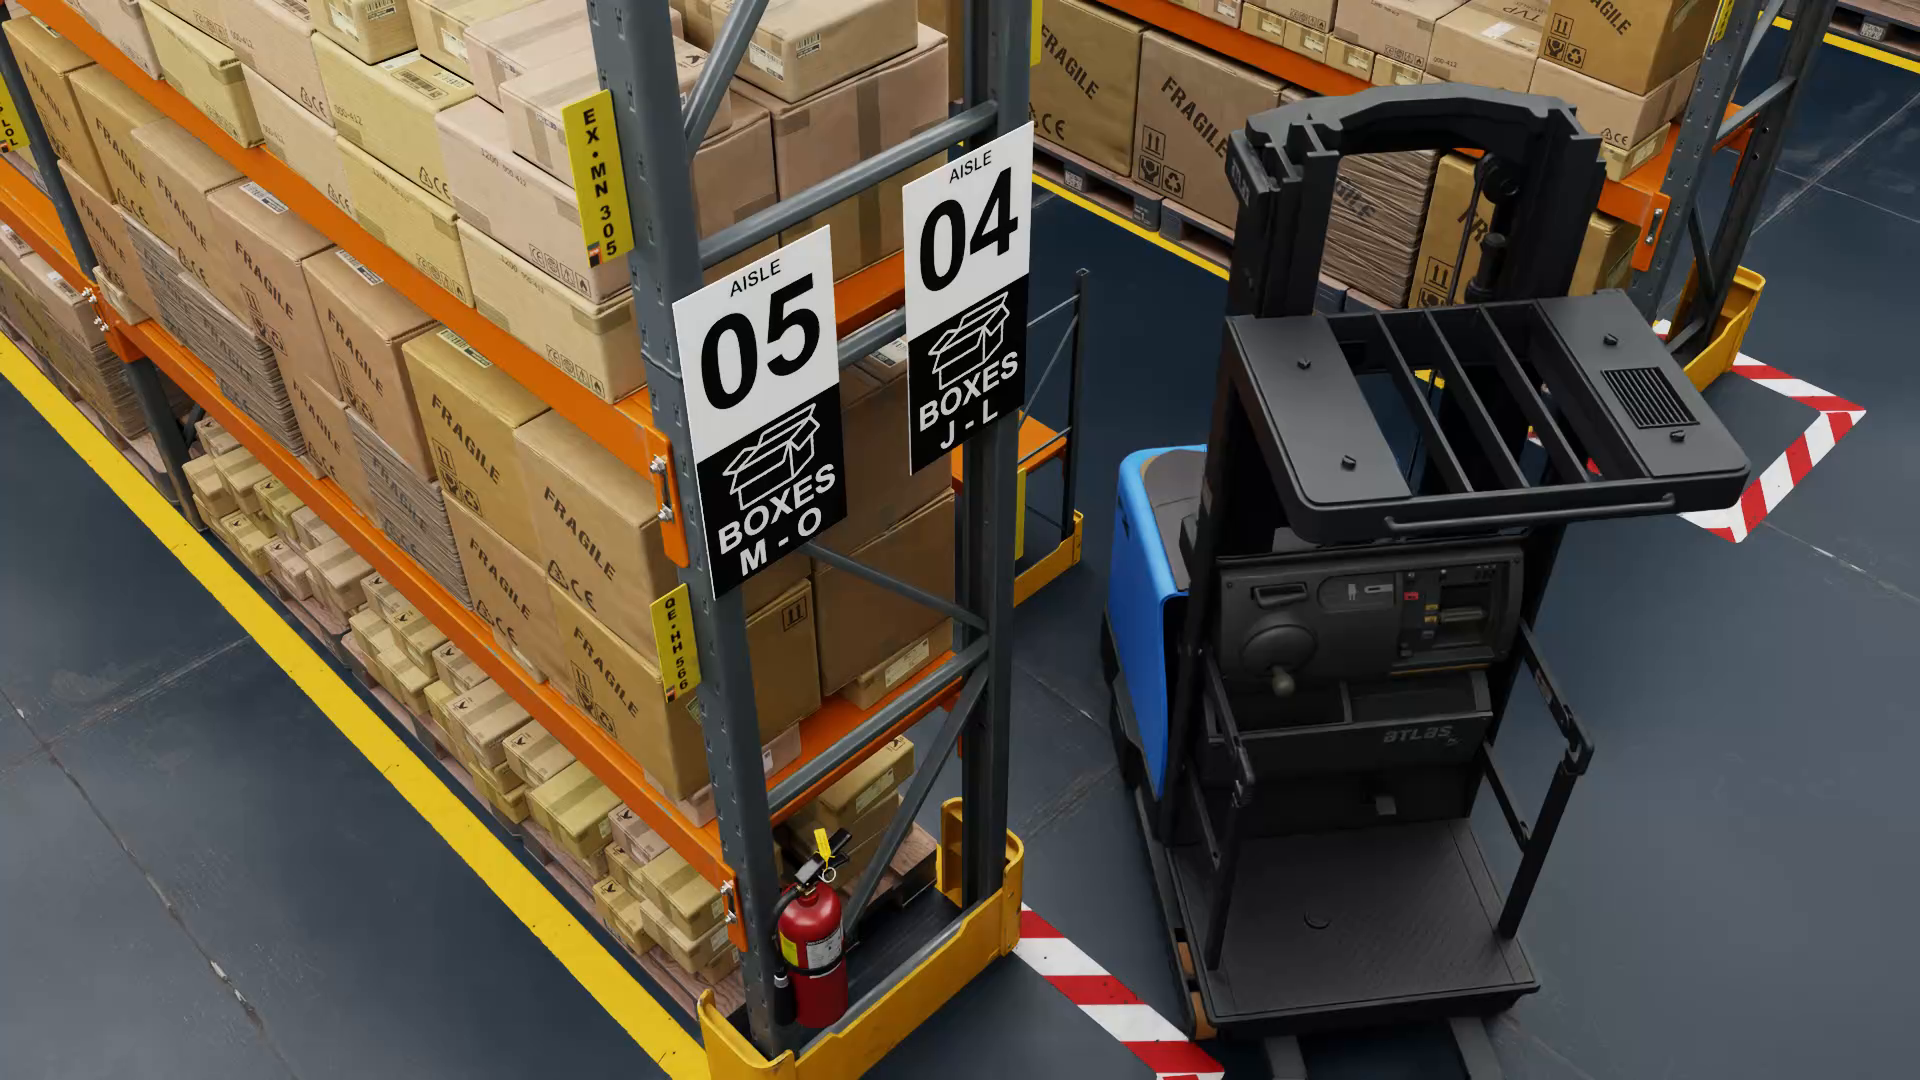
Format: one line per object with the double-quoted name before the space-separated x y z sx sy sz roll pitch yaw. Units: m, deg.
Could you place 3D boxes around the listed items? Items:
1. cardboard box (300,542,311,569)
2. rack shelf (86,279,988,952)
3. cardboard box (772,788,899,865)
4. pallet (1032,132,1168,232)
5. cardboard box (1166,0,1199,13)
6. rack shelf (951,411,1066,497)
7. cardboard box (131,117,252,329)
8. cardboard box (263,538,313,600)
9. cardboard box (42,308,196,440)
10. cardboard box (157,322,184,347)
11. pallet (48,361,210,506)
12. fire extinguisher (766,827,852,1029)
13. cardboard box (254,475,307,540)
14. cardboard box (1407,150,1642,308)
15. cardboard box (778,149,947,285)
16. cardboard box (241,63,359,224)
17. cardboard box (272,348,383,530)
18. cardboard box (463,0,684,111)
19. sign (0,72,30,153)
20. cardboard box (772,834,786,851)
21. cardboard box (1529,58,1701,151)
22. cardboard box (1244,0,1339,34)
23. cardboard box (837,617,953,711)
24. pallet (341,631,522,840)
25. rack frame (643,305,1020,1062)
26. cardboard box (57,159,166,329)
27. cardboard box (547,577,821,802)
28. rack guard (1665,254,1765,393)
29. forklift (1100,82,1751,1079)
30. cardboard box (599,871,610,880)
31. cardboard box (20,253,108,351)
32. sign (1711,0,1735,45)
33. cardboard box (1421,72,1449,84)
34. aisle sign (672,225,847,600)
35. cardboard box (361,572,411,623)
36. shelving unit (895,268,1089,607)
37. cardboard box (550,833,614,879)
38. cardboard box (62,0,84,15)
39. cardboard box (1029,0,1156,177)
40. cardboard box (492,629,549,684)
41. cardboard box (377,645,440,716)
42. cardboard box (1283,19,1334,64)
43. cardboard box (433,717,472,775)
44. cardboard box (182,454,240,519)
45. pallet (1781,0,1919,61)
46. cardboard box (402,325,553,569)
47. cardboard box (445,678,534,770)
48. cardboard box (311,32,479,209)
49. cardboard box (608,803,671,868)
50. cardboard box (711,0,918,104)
"cardboard box" -2.409 0.024 6.704 0.250 0.149 0.380 32 51 30
"rack shelf" -1.655 -0.172 5.873 1.077 0.370 4.000 -34 53 -31
"cardboard box" -0.431 0.934 5.719 0.380 0.149 0.250 -32 51 -30
"pallet" 0.997 -2.298 9.699 1.003 0.211 1.213 -34 53 -31
"cardboard box" 1.229 -2.831 8.406 0.250 0.149 0.380 33 52 31
"rack shelf" -0.060 -0.460 7.025 0.538 0.185 1.000 -34 53 -31
"cardboard box" -2.210 -1.078 5.294 0.500 0.500 0.500 -33 52 -31
"cardboard box" -2.637 0.047 6.897 0.250 0.149 0.380 34 52 31
"cardboard box" -3.768 -0.868 7.629 0.500 0.500 0.500 33 52 31
"cardboard box" -2.864 -0.923 6.341 0.380 0.149 0.250 -33 52 -30
"pallet" -3.618 -0.746 8.019 1.003 0.211 1.213 -34 53 -31
"fire extinguisher" -0.391 1.033 4.371 0.296 0.674 0.183 -34 53 -31
"cardboard box" -2.605 -0.199 6.725 0.250 0.149 0.380 33 52 31
"cardboard box" 2.832 -1.447 7.979 0.875 0.875 0.875 -34 53 -31
"cardboard box" -0.379 -0.860 3.988 0.500 0.250 0.500 -32 52 -30
"cardboard box" -1.457 -1.100 4.247 0.500 0.250 0.500 -32 51 -30
"cardboard box" -1.812 -0.447 5.348 0.500 0.500 0.500 -31 51 -29
"cardboard box" -0.805 -1.026 3.505 0.380 0.149 0.250 -33 52 -31
"sign" -3.458 -1.554 5.986 0.100 0.325 0.005 -34 53 -31
"cardboard box" -0.629 0.926 5.946 0.250 0.149 0.380 34 53 31
"cardboard box" 2.810 -1.963 7.173 0.500 0.250 0.500 33 52 31
"cardboard box" 1.722 -2.700 7.971 0.500 0.250 0.500 -34 52 -31
"cardboard box" -0.239 0.305 5.013 0.250 0.149 0.380 34 52 31
"pallet" -1.702 0.519 6.650 1.003 0.211 1.213 -34 53 -31
"rack frame" -0.243 0.525 4.589 1.000 3.000 0.127 -34 53 -31
"cardboard box" -2.896 -1.184 6.146 0.500 0.500 0.500 33 52 31
"cardboard box" -0.742 0.287 4.554 0.500 0.500 0.500 -33 52 -31
"rack guard" 3.358 -0.874 7.945 1.175 0.500 0.348 -34 53 -31
"forklift" 1.264 0.333 4.848 1.130 2.935 3.031 -5 43 -5
"cardboard box" -1.141 1.022 5.843 0.250 0.149 0.380 34 52 31
"cardboard box" -3.772 -1.145 7.376 0.500 0.250 0.500 33 52 30
"sign" 2.947 -2.062 6.361 0.100 0.325 0.005 -34 53 -31
"cardboard box" 2.318 -2.091 7.605 0.380 0.149 0.250 -33 52 -31
"aisle sign" -0.403 -0.251 3.513 0.394 0.787 0.004 -34 53 -31
"cardboard box" -2.032 0.168 6.328 0.250 0.149 0.380 32 51 30
"shelving unit" -0.054 -0.587 6.898 0.587 1.500 1.083 -34 53 -31
"cardboard box" -1.186 0.943 5.709 0.250 0.149 0.380 32 52 30
"cardboard box" -2.567 -1.858 5.068 0.500 0.250 0.500 33 52 31
"cardboard box" 0.925 -2.744 9.383 0.875 0.875 0.875 -34 53 -31
"cardboard box" -1.206 0.234 5.089 0.380 0.149 0.250 -33 52 -30
"cardboard box" -1.942 0.449 6.243 0.380 0.149 0.250 -34 52 -31
"cardboard box" 1.777 -2.459 8.004 0.380 0.149 0.250 -33 52 -31
"cardboard box" -1.728 0.676 6.217 0.380 0.149 0.250 -33 52 -31
"cardboard box" -3.038 -0.286 7.038 0.380 0.149 0.250 -32 51 -30
"pallet" 6.292 -3.568 11.073 1.003 0.211 1.213 -34 53 -31
"cardboard box" -1.100 -0.332 4.487 0.500 0.500 0.500 32 52 30
"cardboard box" -1.573 0.598 5.863 0.380 0.149 0.250 -32 52 -30
"cardboard box" -1.110 -1.050 3.825 0.500 0.250 0.500 33 52 30
"cardboard box" -0.933 0.918 5.516 0.380 0.149 0.250 -33 52 -31
"cardboard box" -0.310 -1.116 3.603 0.250 0.149 0.380 34 52 31
